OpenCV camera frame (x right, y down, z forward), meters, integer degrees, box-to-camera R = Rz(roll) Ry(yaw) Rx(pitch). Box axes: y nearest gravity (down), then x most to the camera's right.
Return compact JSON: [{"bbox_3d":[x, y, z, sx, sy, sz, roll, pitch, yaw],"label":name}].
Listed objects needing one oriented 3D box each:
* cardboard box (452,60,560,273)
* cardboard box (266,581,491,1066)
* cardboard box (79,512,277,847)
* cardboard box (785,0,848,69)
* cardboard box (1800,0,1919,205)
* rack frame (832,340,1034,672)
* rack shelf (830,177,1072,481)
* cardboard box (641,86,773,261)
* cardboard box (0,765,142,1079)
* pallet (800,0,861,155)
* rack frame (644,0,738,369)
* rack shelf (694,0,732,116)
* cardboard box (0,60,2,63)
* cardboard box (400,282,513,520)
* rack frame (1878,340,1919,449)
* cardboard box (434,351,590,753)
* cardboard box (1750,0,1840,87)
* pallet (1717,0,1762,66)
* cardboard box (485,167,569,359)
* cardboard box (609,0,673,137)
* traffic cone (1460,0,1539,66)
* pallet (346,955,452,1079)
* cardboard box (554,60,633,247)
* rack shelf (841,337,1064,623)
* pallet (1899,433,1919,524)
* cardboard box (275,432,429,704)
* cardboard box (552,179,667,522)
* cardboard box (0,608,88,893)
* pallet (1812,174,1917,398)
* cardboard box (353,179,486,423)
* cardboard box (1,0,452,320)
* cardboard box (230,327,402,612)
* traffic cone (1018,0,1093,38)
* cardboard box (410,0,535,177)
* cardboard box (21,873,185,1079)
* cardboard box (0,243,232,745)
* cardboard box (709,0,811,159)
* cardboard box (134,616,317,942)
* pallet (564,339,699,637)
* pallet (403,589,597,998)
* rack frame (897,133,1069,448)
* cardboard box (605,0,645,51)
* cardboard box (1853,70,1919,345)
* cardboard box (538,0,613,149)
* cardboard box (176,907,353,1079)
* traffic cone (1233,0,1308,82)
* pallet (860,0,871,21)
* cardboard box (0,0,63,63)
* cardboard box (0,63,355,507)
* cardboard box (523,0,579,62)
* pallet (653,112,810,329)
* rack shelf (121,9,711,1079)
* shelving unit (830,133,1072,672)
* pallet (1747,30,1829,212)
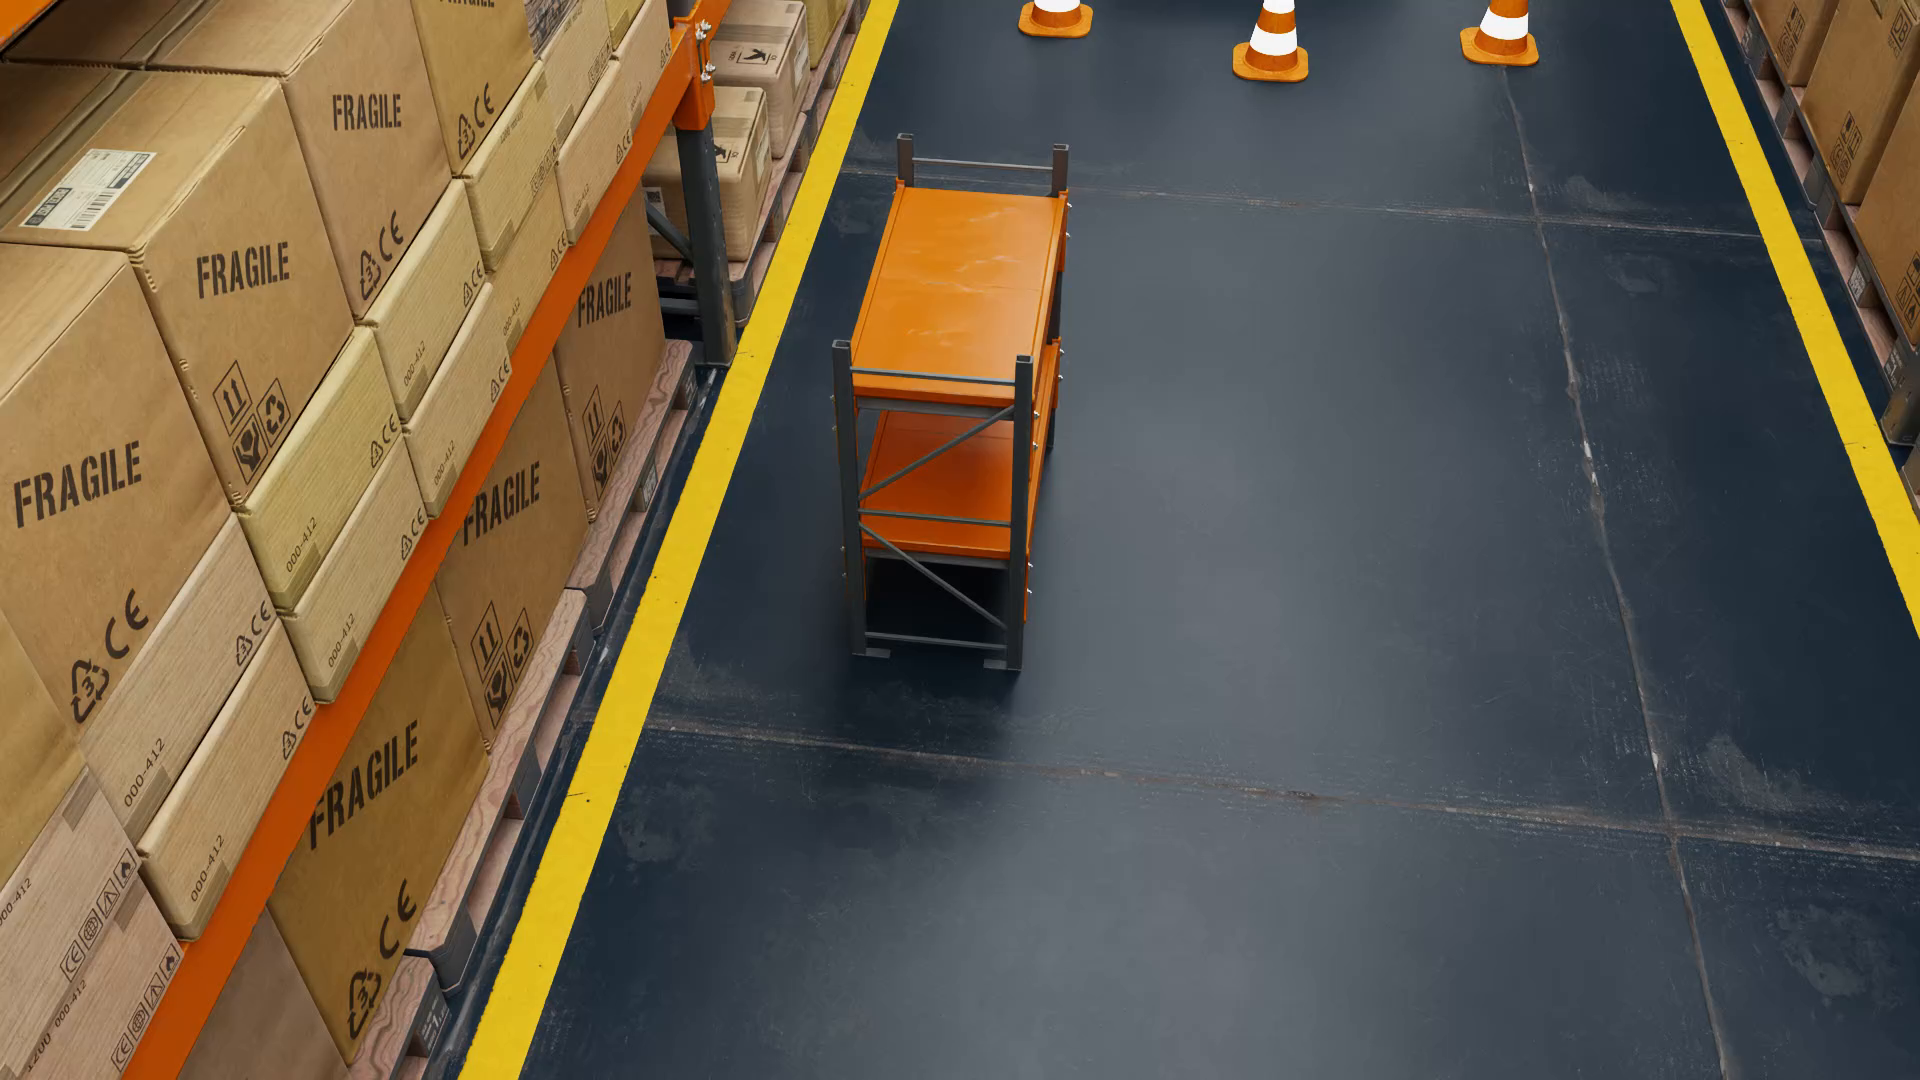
[{"bbox_3d":[-1.225,-0.855,3.717,0.500,0.250,0.500,4,44,4],"label":"cardboard box"},{"bbox_3d":[-1.716,0.518,3.762,0.875,0.875,0.875,6,44,7],"label":"cardboard box"},{"bbox_3d":[-1.452,0.185,2.618,0.500,0.250,0.500,6,44,6],"label":"cardboard box"},{"bbox_3d":[-1.021,-2.384,7.192,0.950,0.372,0.625,7,44,7],"label":"cardboard box"},{"bbox_3d":[3.900,-1.739,6.236,1.050,0.750,0.750,6,44,6],"label":"cardboard box"},{"bbox_3d":[-0.068,-0.057,4.493,0.500,1.125,0.032,5,44,6],"label":"rack frame"},{"bbox_3d":[-0.001,-0.616,4.657,0.538,0.278,1.000,5,44,6],"label":"rack shelf"},{"bbox_3d":[-1.217,-1.364,6.115,0.950,0.372,0.625,3,43,3],"label":"cardboard box"},{"bbox_3d":[-1.493,0.543,2.240,0.500,0.250,0.500,4,44,4],"label":"cardboard box"},{"bbox_3d":[-1.033,-2.130,7.346,1.003,0.211,1.213,5,44,6],"label":"pallet"},{"bbox_3d":[-1.302,-1.781,4.950,1.000,3.000,0.127,5,44,6],"label":"rack frame"},{"bbox_3d":[-1.037,-2.883,6.637,1.077,0.370,4.000,5,44,6],"label":"rack shelf"},{"bbox_3d":[-1.873,-0.479,2.774,0.500,0.500,0.500,6,44,7],"label":"cardboard box"},{"bbox_3d":[-1.285,-0.317,3.512,0.500,0.250,0.500,5,44,5],"label":"cardboard box"},{"bbox_3d":[3.618,-1.400,4.547,1.000,3.000,0.127,5,44,6],"label":"rack frame"},{"bbox_3d":[-1.597,-0.092,4.405,0.875,0.875,0.875,6,44,6],"label":"cardboard box"},{"bbox_3d":[4.023,-2.374,6.906,1.050,0.750,0.750,5,44,6],"label":"cardboard box"},{"bbox_3d":[4.120,-2.581,7.822,1.003,0.211,1.213,5,44,6],"label":"pallet"},{"bbox_3d":[-1.246,-0.667,3.882,0.500,0.250,0.500,5,44,5],"label":"cardboard box"},{"bbox_3d":[-1.111,-1.359,4.612,0.500,0.250,0.500,4,44,4],"label":"cardboard box"},{"bbox_3d":[2.473,-2.429,7.478,0.336,0.463,0.334,5,44,6],"label":"traffic cone"},{"bbox_3d":[-1.803,1.425,3.592,1.003,0.211,1.213,5,44,6],"label":"pallet"},{"bbox_3d":[-1.163,-1.009,4.243,0.500,0.250,0.500,6,44,6],"label":"cardboard box"},{"bbox_3d":[-0.001,-0.226,5.027,0.538,0.278,1.000,5,44,6],"label":"rack shelf"},{"bbox_3d":[3.514,0.145,4.944,1.003,0.211,1.213,5,44,6],"label":"pallet"},{"bbox_3d":[-1.360,0.023,3.154,0.500,0.250,0.500,5,44,5],"label":"cardboard box"},{"bbox_3d":[-1.475,-0.699,5.047,0.875,0.875,0.875,5,44,5],"label":"cardboard box"},{"bbox_3d":[-1.487,0.272,1.982,0.500,0.500,0.500,6,44,6],"label":"cardboard box"},{"bbox_3d":[3.797,-0.918,6.066,1.003,0.211,1.213,5,44,6],"label":"pallet"},{"bbox_3d":[-1.294,-0.501,3.343,0.500,0.250,0.500,4,44,4],"label":"cardboard box"},{"bbox_3d":[-1.317,-0.772,3.084,0.500,0.500,0.500,5,44,5],"label":"cardboard box"},{"bbox_3d":[-1.358,-0.156,2.979,0.500,0.250,0.500,6,44,6],"label":"cardboard box"},{"bbox_3d":[0.451,-2.614,7.674,0.336,0.463,0.334,5,44,6],"label":"traffic cone"},{"bbox_3d":[-1.243,-1.116,3.447,0.500,0.500,0.500,5,44,6],"label":"cardboard box"},{"bbox_3d":[-1.511,0.723,2.414,0.500,0.250,0.500,4,44,5],"label":"cardboard box"},{"bbox_3d":[-1.447,-0.078,2.350,0.500,0.500,0.500,5,44,5],"label":"cardboard box"},{"bbox_3d":[-1.127,-1.867,6.646,0.950,0.372,0.625,4,44,5],"label":"cardboard box"},{"bbox_3d":[-1.444,0.370,2.786,0.500,0.250,0.500,4,44,4],"label":"cardboard box"},{"bbox_3d":[-1.480,-0.238,5.348,1.003,0.211,1.213,5,44,6],"label":"pallet"},{"bbox_3d":[-1.644,0.591,4.473,1.003,0.211,1.213,5,44,6],"label":"pallet"},{"bbox_3d":[0.066,-0.750,5.224,0.500,1.125,0.032,5,44,6],"label":"rack frame"},{"bbox_3d":[-1.114,-1.555,4.456,0.500,0.250,0.500,5,44,5],"label":"cardboard box"},{"bbox_3d":[3.788,-1.143,5.606,1.050,0.750,0.750,5,44,5],"label":"cardboard box"},{"bbox_3d":[-1.178,-1.206,4.087,0.500,0.250,0.500,4,44,4],"label":"cardboard box"},{"bbox_3d":[-1.828,1.134,3.111,0.875,0.875,0.875,6,44,7],"label":"cardboard box"},{"bbox_3d":[1.404,-2.325,7.369,0.336,0.463,0.334,5,44,6],"label":"traffic cone"},{"bbox_3d":[-0.874,-2.964,8.227,1.003,0.211,1.213,5,44,6],"label":"pallet"},{"bbox_3d":[-1.819,-0.833,3.148,0.500,0.500,0.500,6,44,6],"label":"cardboard box"},{"bbox_3d":[-1.379,-0.419,2.711,0.500,0.500,0.500,4,44,4],"label":"cardboard box"},{"bbox_3d":[-1.170,-1.454,3.804,0.500,0.500,0.500,6,44,6],"label":"cardboard box"},{"bbox_3d":[-1.197,-1.301,6.471,1.003,0.211,1.213,5,44,6],"label":"pallet"},{"bbox_3d":[-1.566,-0.157,3.758,1.077,0.370,4.000,5,44,6],"label":"rack shelf"},{"bbox_3d":[-0.001,-0.404,4.858,0.538,1.125,1.048,5,44,6],"label":"shelving unit"},{"bbox_3d":[3.961,-1.747,6.942,1.003,0.211,1.213,5,44,6],"label":"pallet"}]
